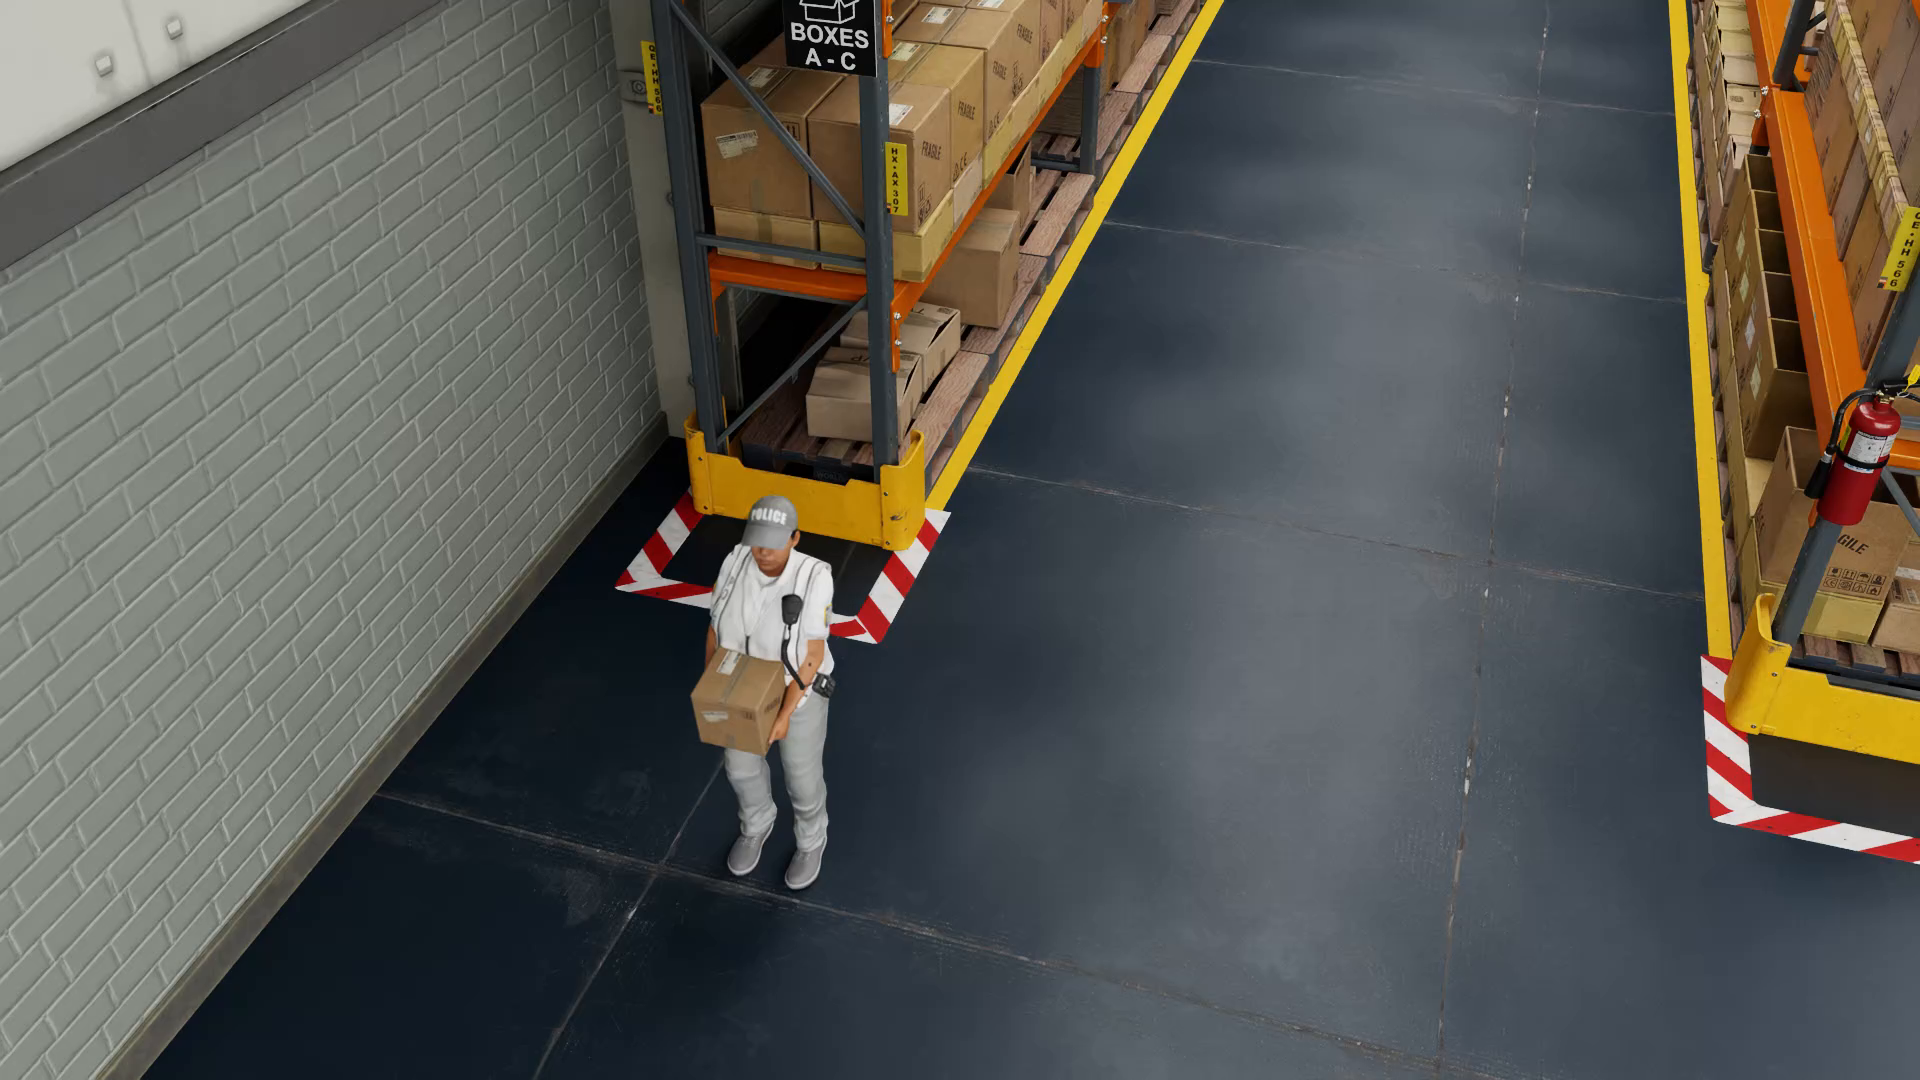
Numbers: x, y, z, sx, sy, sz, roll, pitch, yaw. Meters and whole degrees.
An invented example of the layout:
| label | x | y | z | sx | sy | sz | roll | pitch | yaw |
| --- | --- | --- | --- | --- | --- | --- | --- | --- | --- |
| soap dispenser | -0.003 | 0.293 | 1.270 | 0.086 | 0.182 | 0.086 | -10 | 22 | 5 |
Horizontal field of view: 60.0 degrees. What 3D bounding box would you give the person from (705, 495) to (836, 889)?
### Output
| label | x | y | z | sx | sy | sz | roll | pitch | yaw |
| --- | --- | --- | --- | --- | --- | --- | --- | --- | --- |
| person | -0.704 | 0.592 | 6.118 | 0.453 | 1.653 | 0.541 | 11 | 39 | 14 |
